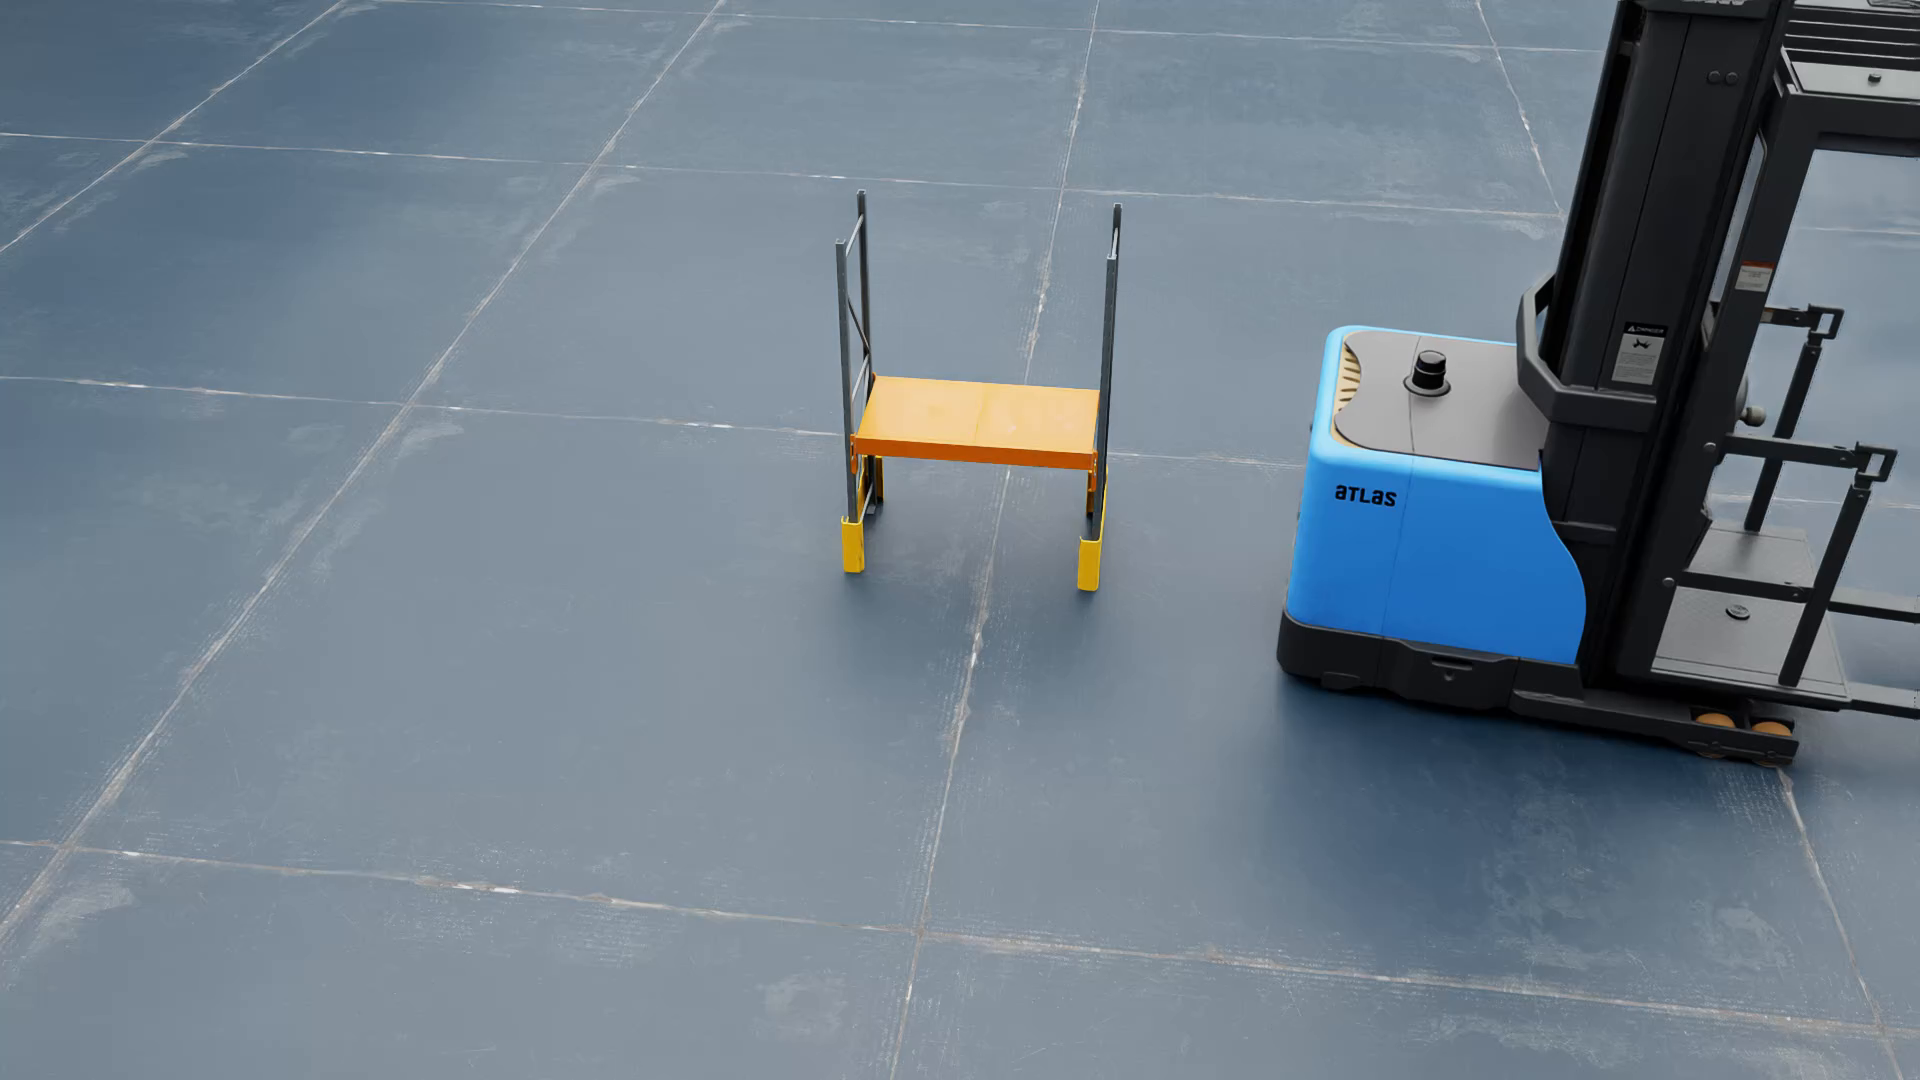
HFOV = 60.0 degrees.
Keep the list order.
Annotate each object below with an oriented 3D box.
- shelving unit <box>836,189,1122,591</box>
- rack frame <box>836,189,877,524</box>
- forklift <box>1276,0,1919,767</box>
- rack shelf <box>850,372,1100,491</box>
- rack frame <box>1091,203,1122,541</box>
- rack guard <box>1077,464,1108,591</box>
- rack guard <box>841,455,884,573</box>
[{"bbox_3d":[0.076,-0.605,6.806,1.083,1.500,0.587,4,36,6],"label":"shelving unit"},{"bbox_3d":[-0.420,-0.642,6.858,0.032,1.500,0.500,4,36,6],"label":"rack frame"},{"bbox_3d":[2.808,-0.705,5.715,3.031,2.935,1.130,8,36,12],"label":"forklift"},{"bbox_3d":[0.085,-0.458,6.910,1.000,0.185,0.538,4,36,6],"label":"rack shelf"},{"bbox_3d":[0.589,-0.567,6.753,0.032,1.500,0.500,4,36,6],"label":"rack frame"},{"bbox_3d":[0.570,-0.059,7.118,0.087,0.250,0.587,4,36,6],"label":"rack guard"},{"bbox_3d":[-0.418,-0.133,7.221,0.087,0.250,0.587,4,36,6],"label":"rack guard"}]
